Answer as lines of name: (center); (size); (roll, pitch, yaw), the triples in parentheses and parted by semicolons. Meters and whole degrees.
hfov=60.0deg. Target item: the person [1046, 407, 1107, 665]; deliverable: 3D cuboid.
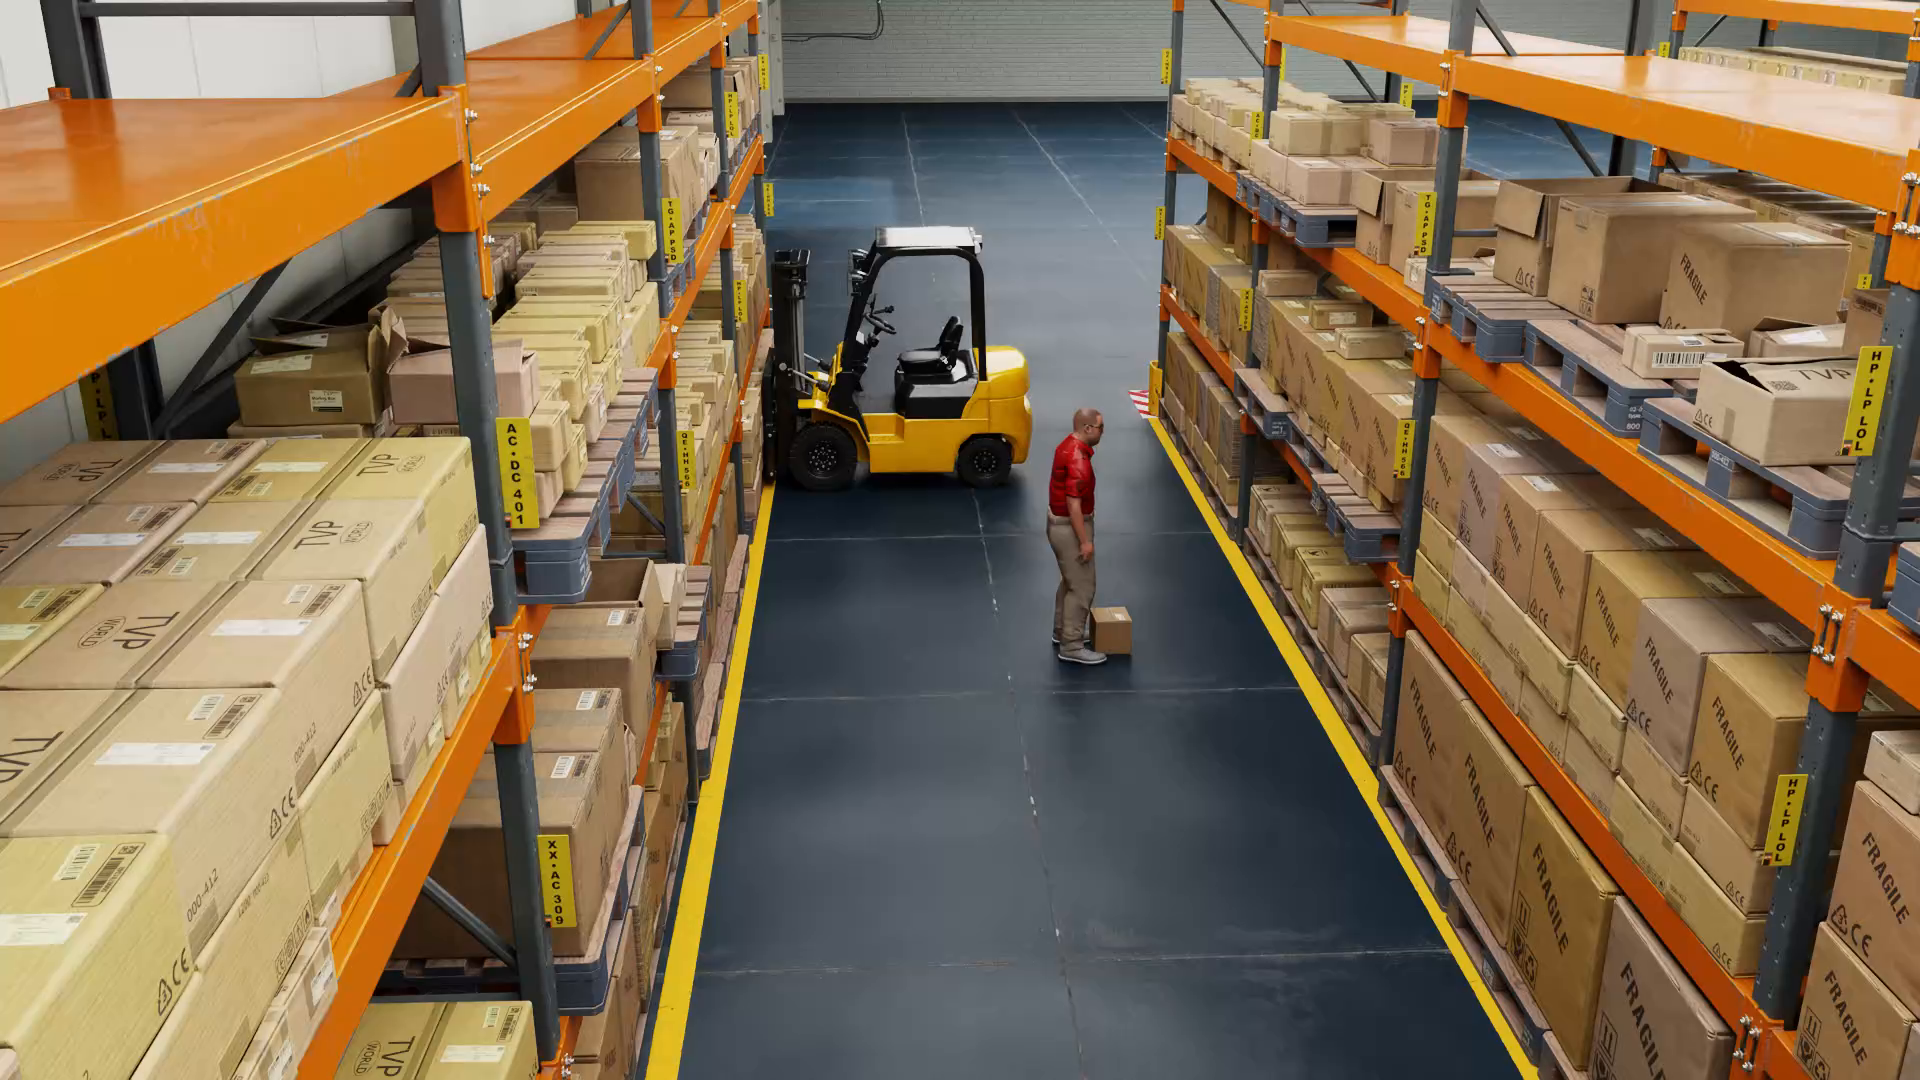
person: (0.786, -0.053, 11.240); (0.391, 1.726, 0.584); (-2, 20, -4)
